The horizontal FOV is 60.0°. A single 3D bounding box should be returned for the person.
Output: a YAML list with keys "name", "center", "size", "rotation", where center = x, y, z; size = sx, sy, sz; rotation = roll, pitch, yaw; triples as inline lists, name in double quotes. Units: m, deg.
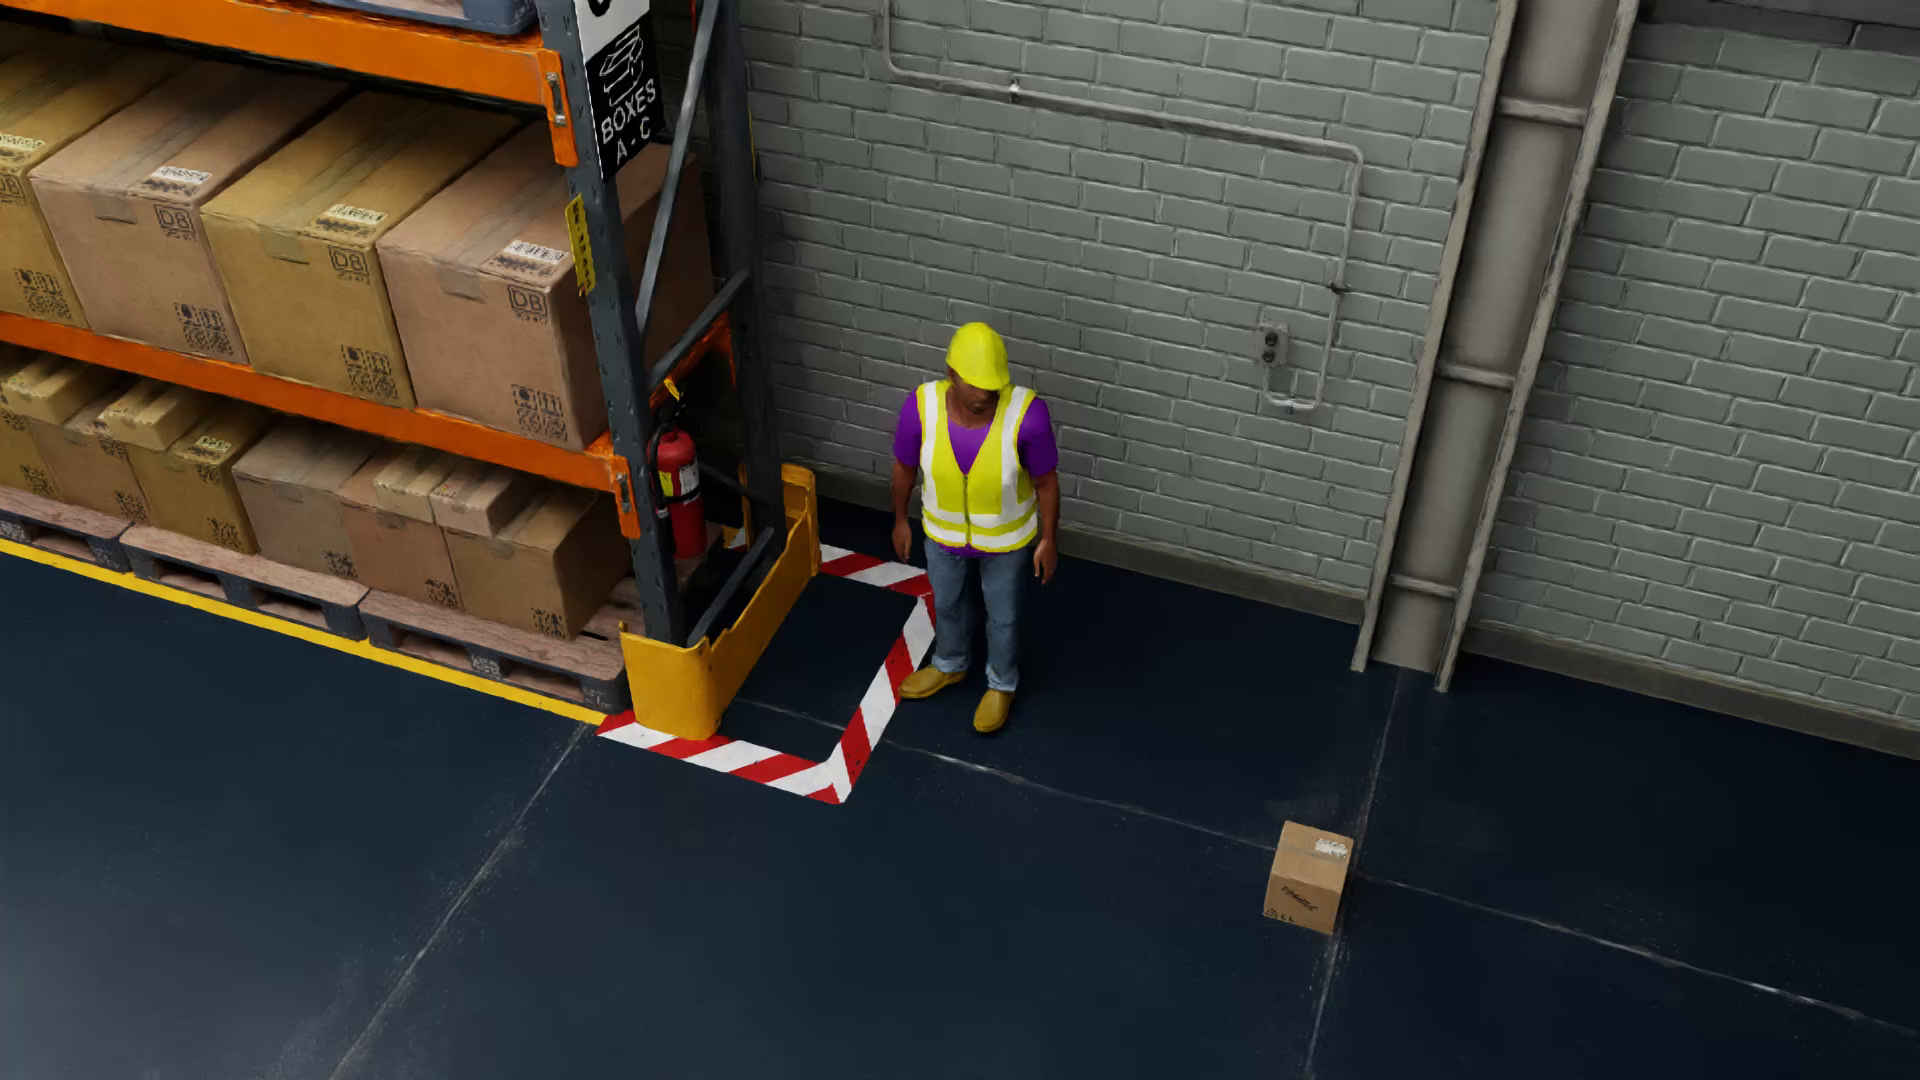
- name: "person"
  center: [0.051, -0.026, 6.126]
  size: [0.641, 1.774, 0.386]
  rotation: [10, 42, 12]
